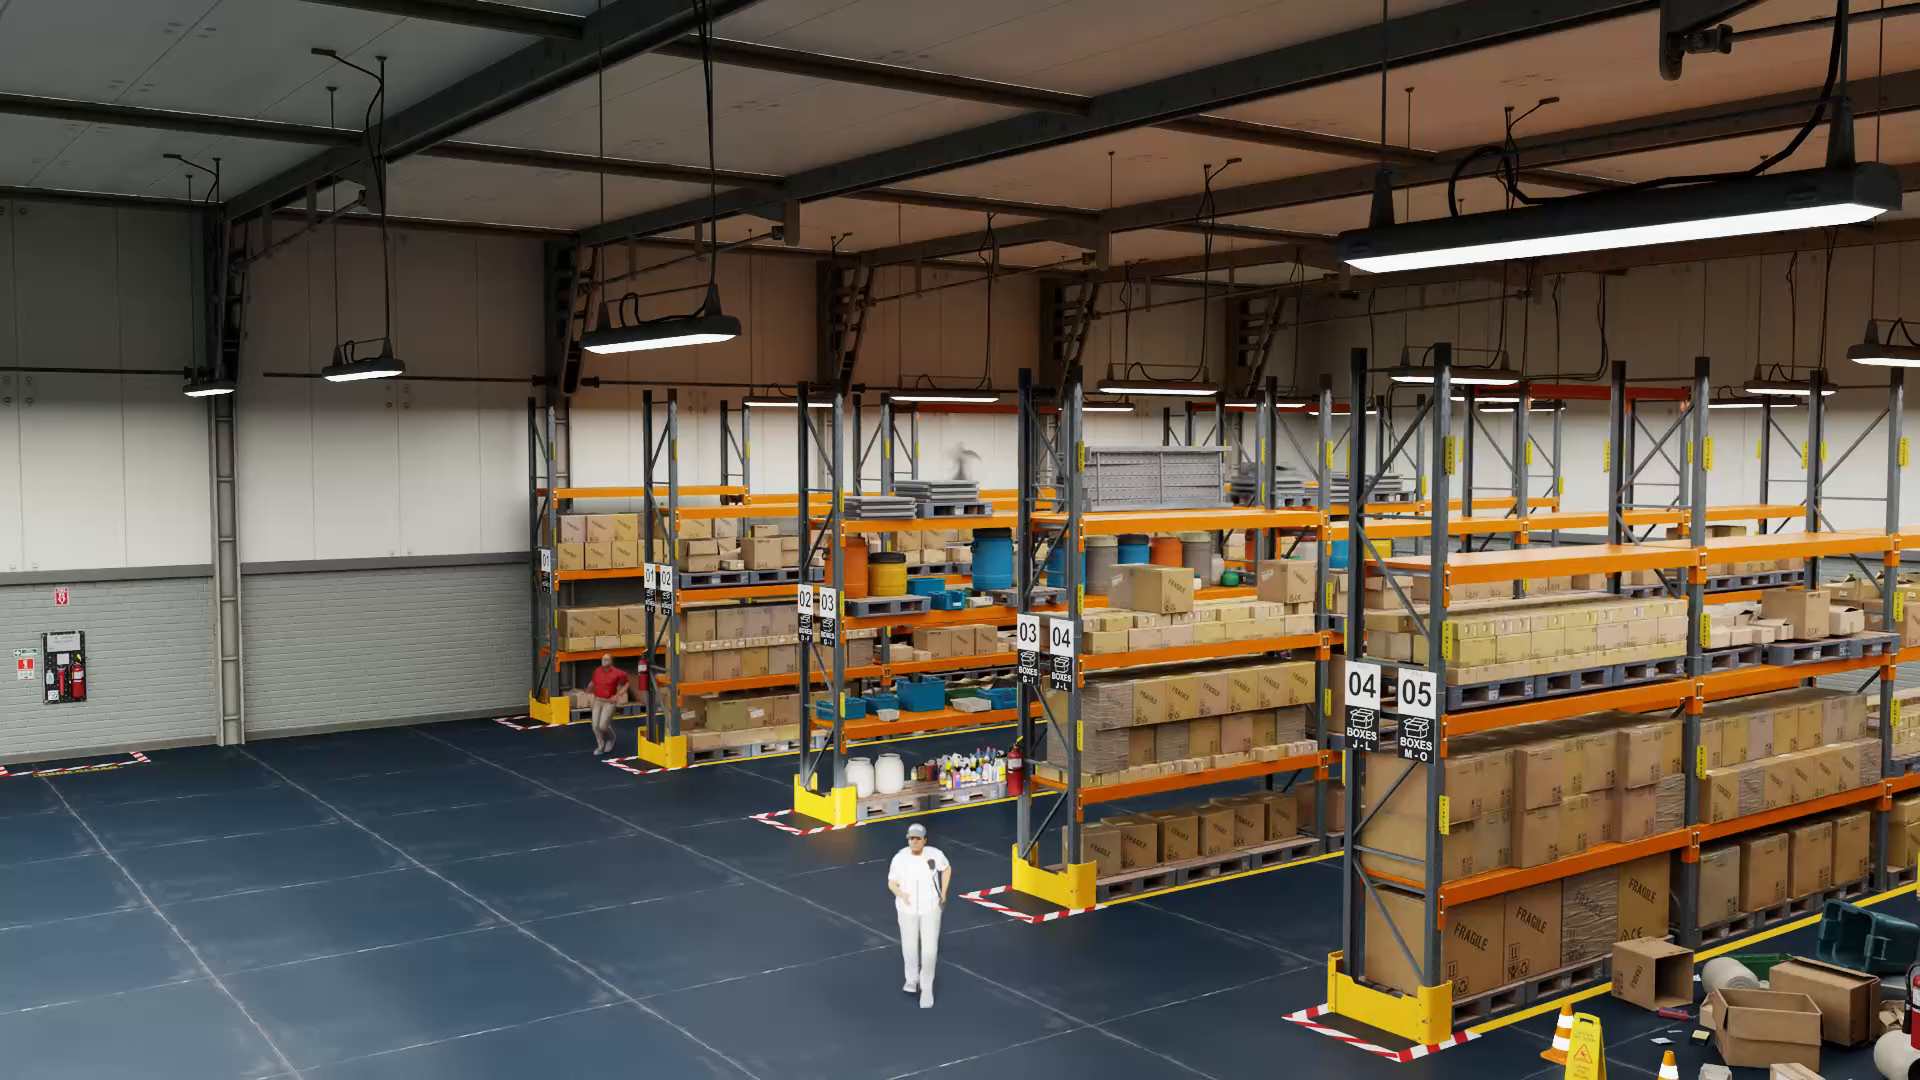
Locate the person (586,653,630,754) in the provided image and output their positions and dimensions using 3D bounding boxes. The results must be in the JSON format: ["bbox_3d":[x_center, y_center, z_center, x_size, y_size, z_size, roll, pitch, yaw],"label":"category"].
[{"bbox_3d":[-5.851,2.710,27.394,0.673,1.669,0.615,1,4,21],"label":"person"}]

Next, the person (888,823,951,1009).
[{"bbox_3d":[-0.379,3.444,15.336,0.561,1.694,0.720,0,3,6],"label":"person"}]
